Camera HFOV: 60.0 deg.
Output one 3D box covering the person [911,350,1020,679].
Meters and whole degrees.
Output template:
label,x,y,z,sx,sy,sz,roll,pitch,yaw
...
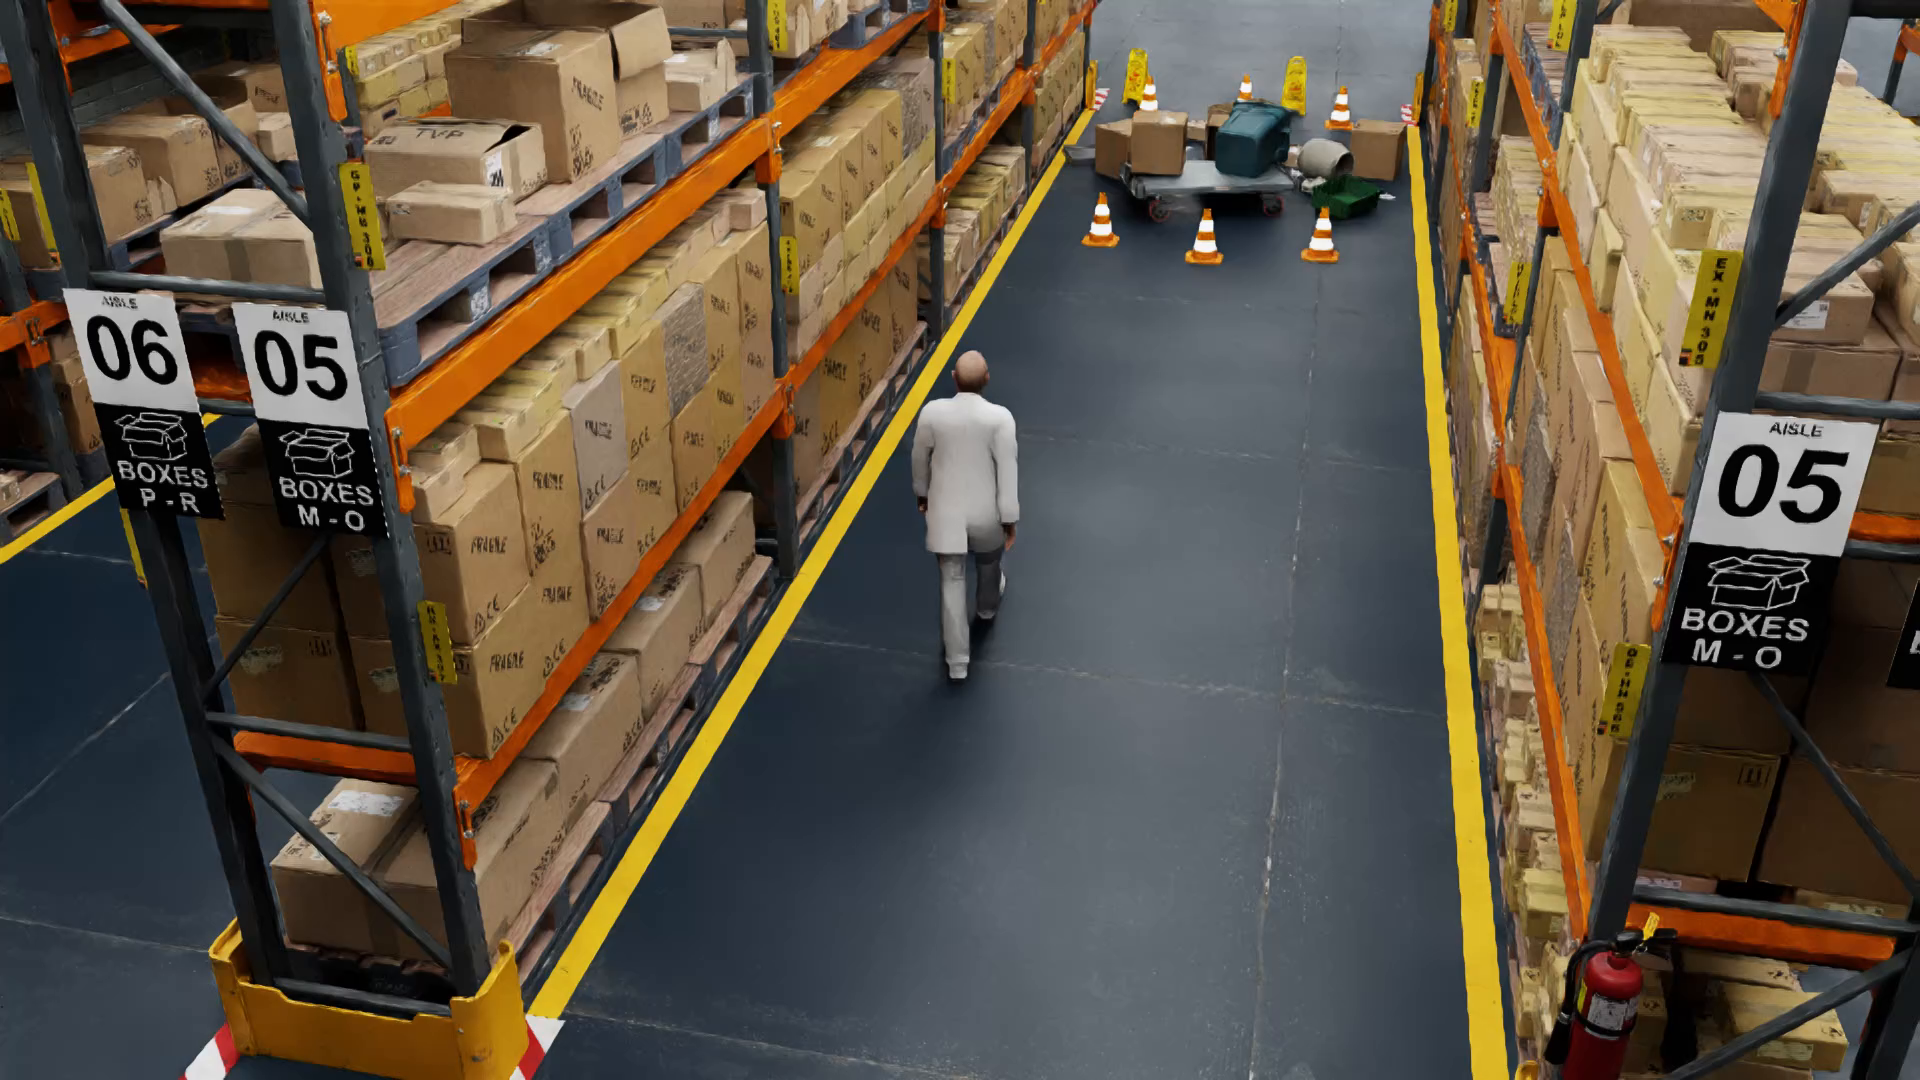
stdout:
label,x,y,z,sx,sy,sz,roll,pitch,yaw
person,0.037,-0.230,9.069,0.606,1.730,1.025,2,29,4
